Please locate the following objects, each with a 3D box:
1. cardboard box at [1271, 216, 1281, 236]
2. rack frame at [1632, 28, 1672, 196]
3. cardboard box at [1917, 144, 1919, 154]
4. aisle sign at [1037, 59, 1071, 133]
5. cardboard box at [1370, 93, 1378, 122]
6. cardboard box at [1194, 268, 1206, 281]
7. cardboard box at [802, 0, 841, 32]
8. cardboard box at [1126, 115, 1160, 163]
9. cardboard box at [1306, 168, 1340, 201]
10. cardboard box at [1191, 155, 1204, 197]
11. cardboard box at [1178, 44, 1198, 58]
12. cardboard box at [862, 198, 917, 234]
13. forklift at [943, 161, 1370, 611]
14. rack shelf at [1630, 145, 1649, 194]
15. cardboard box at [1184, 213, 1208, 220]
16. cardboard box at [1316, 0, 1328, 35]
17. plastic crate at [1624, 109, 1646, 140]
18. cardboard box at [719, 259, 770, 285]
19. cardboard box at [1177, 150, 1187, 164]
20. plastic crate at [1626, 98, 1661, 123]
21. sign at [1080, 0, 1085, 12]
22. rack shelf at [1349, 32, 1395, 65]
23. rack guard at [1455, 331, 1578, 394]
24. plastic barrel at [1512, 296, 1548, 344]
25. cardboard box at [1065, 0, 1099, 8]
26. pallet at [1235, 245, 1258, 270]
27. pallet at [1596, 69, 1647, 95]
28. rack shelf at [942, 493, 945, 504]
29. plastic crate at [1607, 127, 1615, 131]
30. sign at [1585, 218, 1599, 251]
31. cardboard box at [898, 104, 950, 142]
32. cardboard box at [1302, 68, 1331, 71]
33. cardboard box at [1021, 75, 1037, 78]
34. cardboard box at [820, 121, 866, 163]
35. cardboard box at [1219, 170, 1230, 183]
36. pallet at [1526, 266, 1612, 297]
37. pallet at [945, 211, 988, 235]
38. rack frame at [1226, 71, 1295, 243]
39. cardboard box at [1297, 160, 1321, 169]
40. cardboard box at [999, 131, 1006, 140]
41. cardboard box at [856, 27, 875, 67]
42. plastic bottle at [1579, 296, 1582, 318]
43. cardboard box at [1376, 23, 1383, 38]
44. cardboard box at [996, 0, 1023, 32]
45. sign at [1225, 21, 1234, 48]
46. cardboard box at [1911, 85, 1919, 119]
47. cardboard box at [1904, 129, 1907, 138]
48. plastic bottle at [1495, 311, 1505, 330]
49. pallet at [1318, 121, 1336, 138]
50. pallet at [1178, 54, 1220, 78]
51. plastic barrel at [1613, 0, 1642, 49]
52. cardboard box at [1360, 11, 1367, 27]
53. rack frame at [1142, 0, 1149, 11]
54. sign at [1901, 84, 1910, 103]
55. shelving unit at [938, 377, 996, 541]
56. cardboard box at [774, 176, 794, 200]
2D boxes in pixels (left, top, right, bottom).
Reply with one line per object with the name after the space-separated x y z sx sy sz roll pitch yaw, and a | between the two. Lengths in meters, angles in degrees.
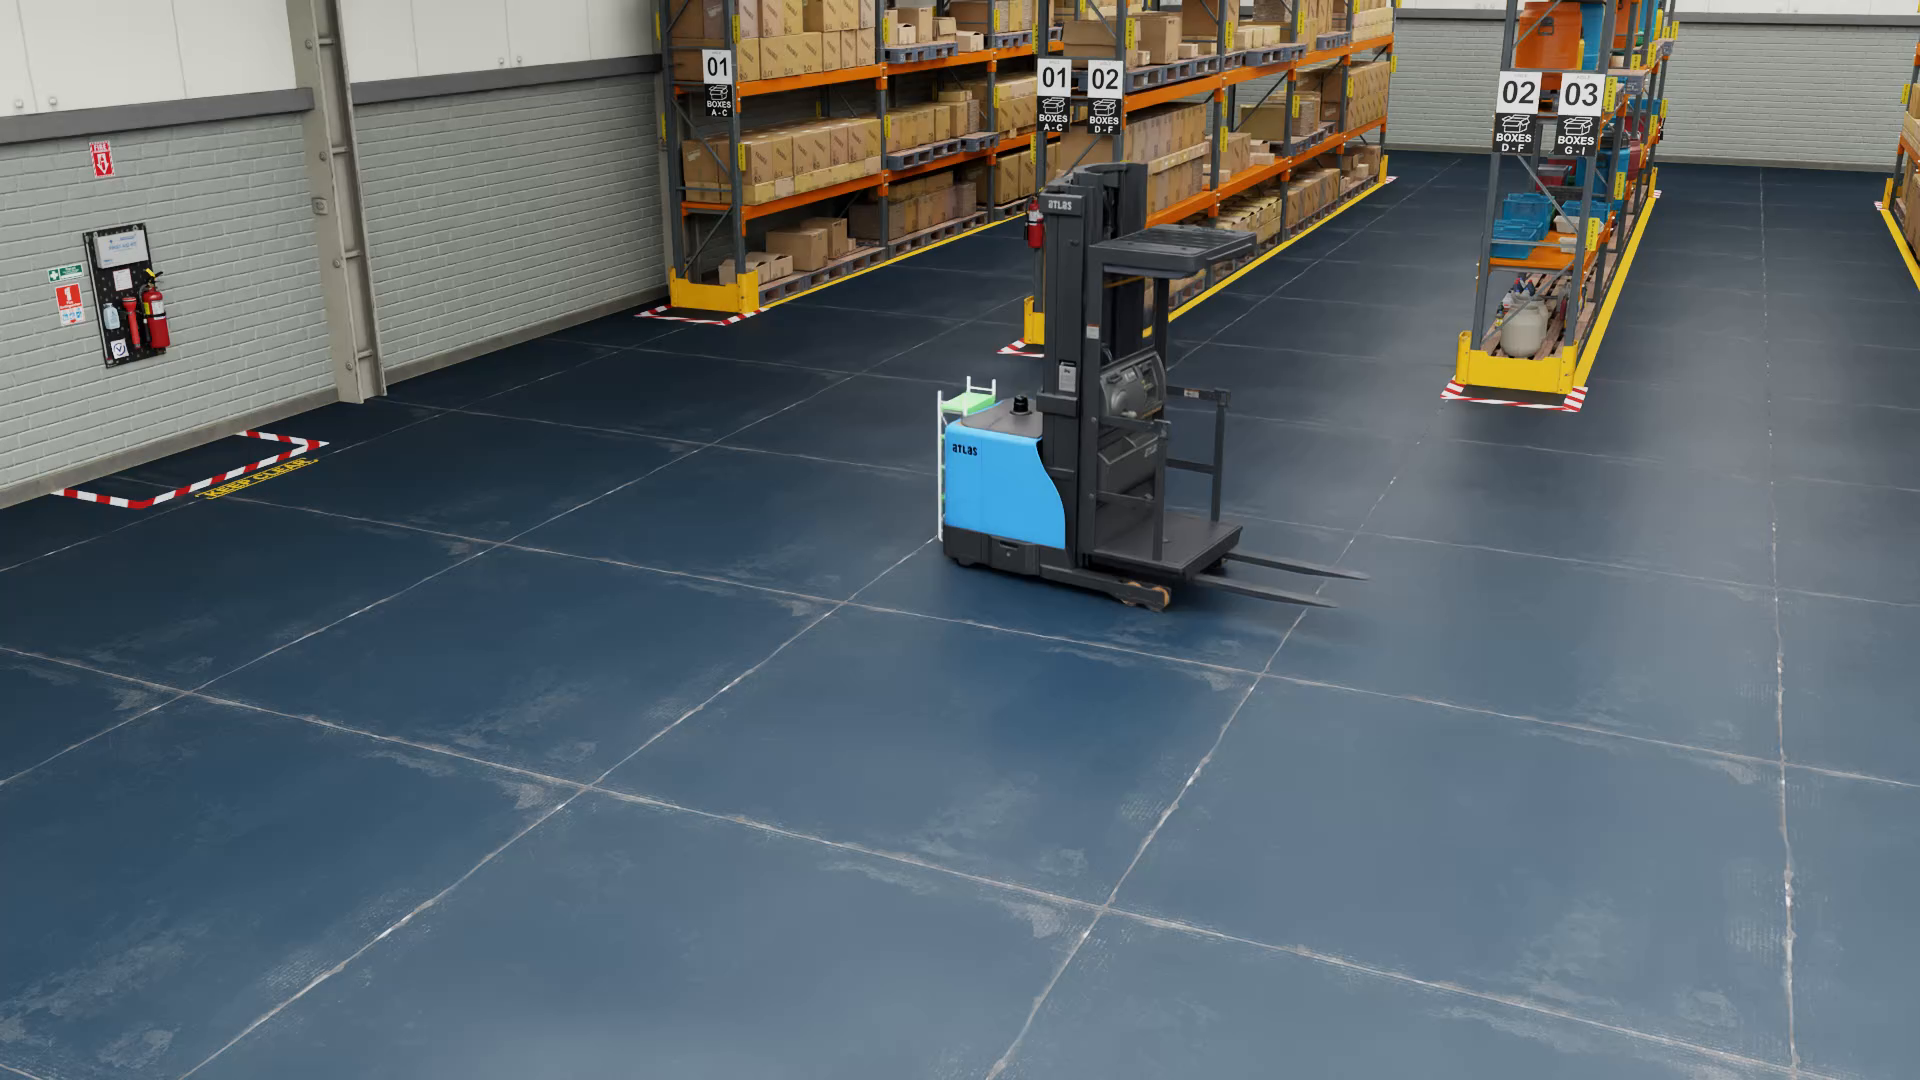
4.622 -4.853 25.616 0.500 0.250 0.500 9 22 24 | cardboard box
12.408 -7.910 30.734 1.000 3.000 0.127 9 21 23 | rack frame
15.220 -6.106 26.038 0.380 0.149 0.250 9 21 24 | cardboard box
1.044 -4.945 18.517 0.394 0.787 0.004 9 21 23 | aisle sign
7.537 -8.153 31.268 0.500 0.500 0.500 9 21 23 | cardboard box
2.986 -3.653 22.241 0.500 0.250 0.500 9 21 23 | cardboard box
-1.921 -7.022 22.088 0.500 0.500 0.500 8 21 21 | cardboard box
1.980 -4.831 19.991 0.700 0.500 0.500 9 21 23 | cardboard box
6.312 -6.208 29.021 0.500 0.500 0.500 8 21 22 | cardboard box
2.801 -4.833 21.933 0.700 0.500 0.500 8 21 21 | cardboard box
2.732 -6.075 20.637 0.380 0.149 0.250 9 21 23 | cardboard box
-1.092 -5.023 25.690 0.700 0.500 0.500 8 21 22 | cardboard box
1.397 -1.089 11.656 3.031 2.935 1.130 12 23 30 | forklift
9.951 -5.737 25.698 1.077 0.370 4.000 9 21 23 | rack shelf
3.295 -4.564 23.967 0.500 0.311 0.500 8 21 23 | cardboard box
5.727 -8.722 27.616 0.600 0.600 0.600 8 21 22 | cardboard box
11.365 -6.984 27.946 0.402 0.464 0.583 9 21 23 | plastic crate
-2.816 -3.518 21.740 0.500 0.311 0.500 6 20 17 | cardboard box
2.643 -4.852 21.018 0.380 0.149 0.250 8 21 22 | cardboard box
12.442 -7.827 30.359 0.616 0.435 0.499 9 21 23 | plastic crate
2.231 -9.780 30.276 0.100 0.325 0.005 9 21 23 | sign
7.072 -9.054 30.548 1.077 0.370 4.000 9 21 23 | rack shelf
5.845 -1.871 17.484 1.175 0.500 0.348 9 21 23 | rack guard
6.262 -2.410 18.354 0.421 0.512 0.421 0 20 0 | plastic barrel
2.280 -10.167 30.933 0.500 0.500 0.500 8 21 22 | cardboard box
3.741 -4.214 24.502 1.003 0.211 1.213 9 21 23 | pallet
7.288 -5.332 19.291 1.213 0.211 1.003 9 21 23 | pallet
0.055 -0.331 13.016 0.258 0.148 0.480 10 22 25 | rack shelf
10.984 -6.965 28.398 0.437 0.125 0.590 9 21 23 | plastic crate
6.357 -3.073 16.719 0.100 0.325 0.005 9 21 23 | sign
-0.579 -6.549 26.102 0.700 0.500 0.500 9 21 23 | cardboard box
6.431 -8.233 30.002 0.500 0.500 0.500 8 21 22 | cardboard box
1.347 -8.108 29.548 0.500 0.250 0.500 9 21 24 | cardboard box
-1.654 -5.553 23.181 0.500 0.500 0.500 8 21 22 | cardboard box
3.526 -5.047 23.059 0.380 0.149 0.250 9 21 23 | cardboard box
8.279 -3.548 22.629 1.003 0.211 1.213 9 21 23 | pallet
-0.227 -5.271 27.476 1.003 0.211 1.213 9 21 23 | pallet
4.615 -6.145 25.772 1.000 3.000 0.127 9 21 23 | rack frame
6.227 -6.611 30.155 0.500 0.500 0.500 9 21 23 | cardboard box
0.551 -6.860 28.126 0.380 0.149 0.250 9 21 23 | cardboard box
-1.526 -6.882 23.188 0.500 0.500 0.500 9 22 24 | cardboard box
7.283 -2.807 19.682 0.144 0.351 0.185 8 21 22 | plastic bottle
7.514 -9.434 30.768 0.500 0.250 0.500 9 21 23 | cardboard box
0.648 -8.984 28.472 0.700 0.500 0.500 10 22 25 | cardboard box
3.484 -6.541 21.519 0.100 0.325 0.005 9 21 23 | sign
16.073 -7.232 27.487 0.500 0.500 0.500 8 21 21 | cardboard box
16.272 -6.892 28.246 0.380 0.149 0.250 8 21 21 | cardboard box
6.209 -2.529 19.124 0.097 0.201 0.097 0 20 0 | plastic bottle
5.826 -7.048 28.598 1.003 0.211 1.213 9 21 23 | pallet
2.651 -6.030 21.103 1.003 0.211 1.213 9 21 23 | pallet
9.368 -7.451 23.700 0.600 0.830 0.708 9 21 23 | plastic barrel
6.882 -9.214 29.402 0.500 0.250 0.500 9 21 23 | cardboard box
3.370 -12.096 33.552 1.000 3.000 0.127 9 21 23 | rack frame
16.423 -7.754 28.884 0.100 0.325 0.005 9 21 23 | sign
0.055 -0.617 12.914 0.258 1.200 0.503 10 22 25 | shelving unit
-2.493 -4.583 21.574 0.500 0.250 0.500 8 21 21 | cardboard box
